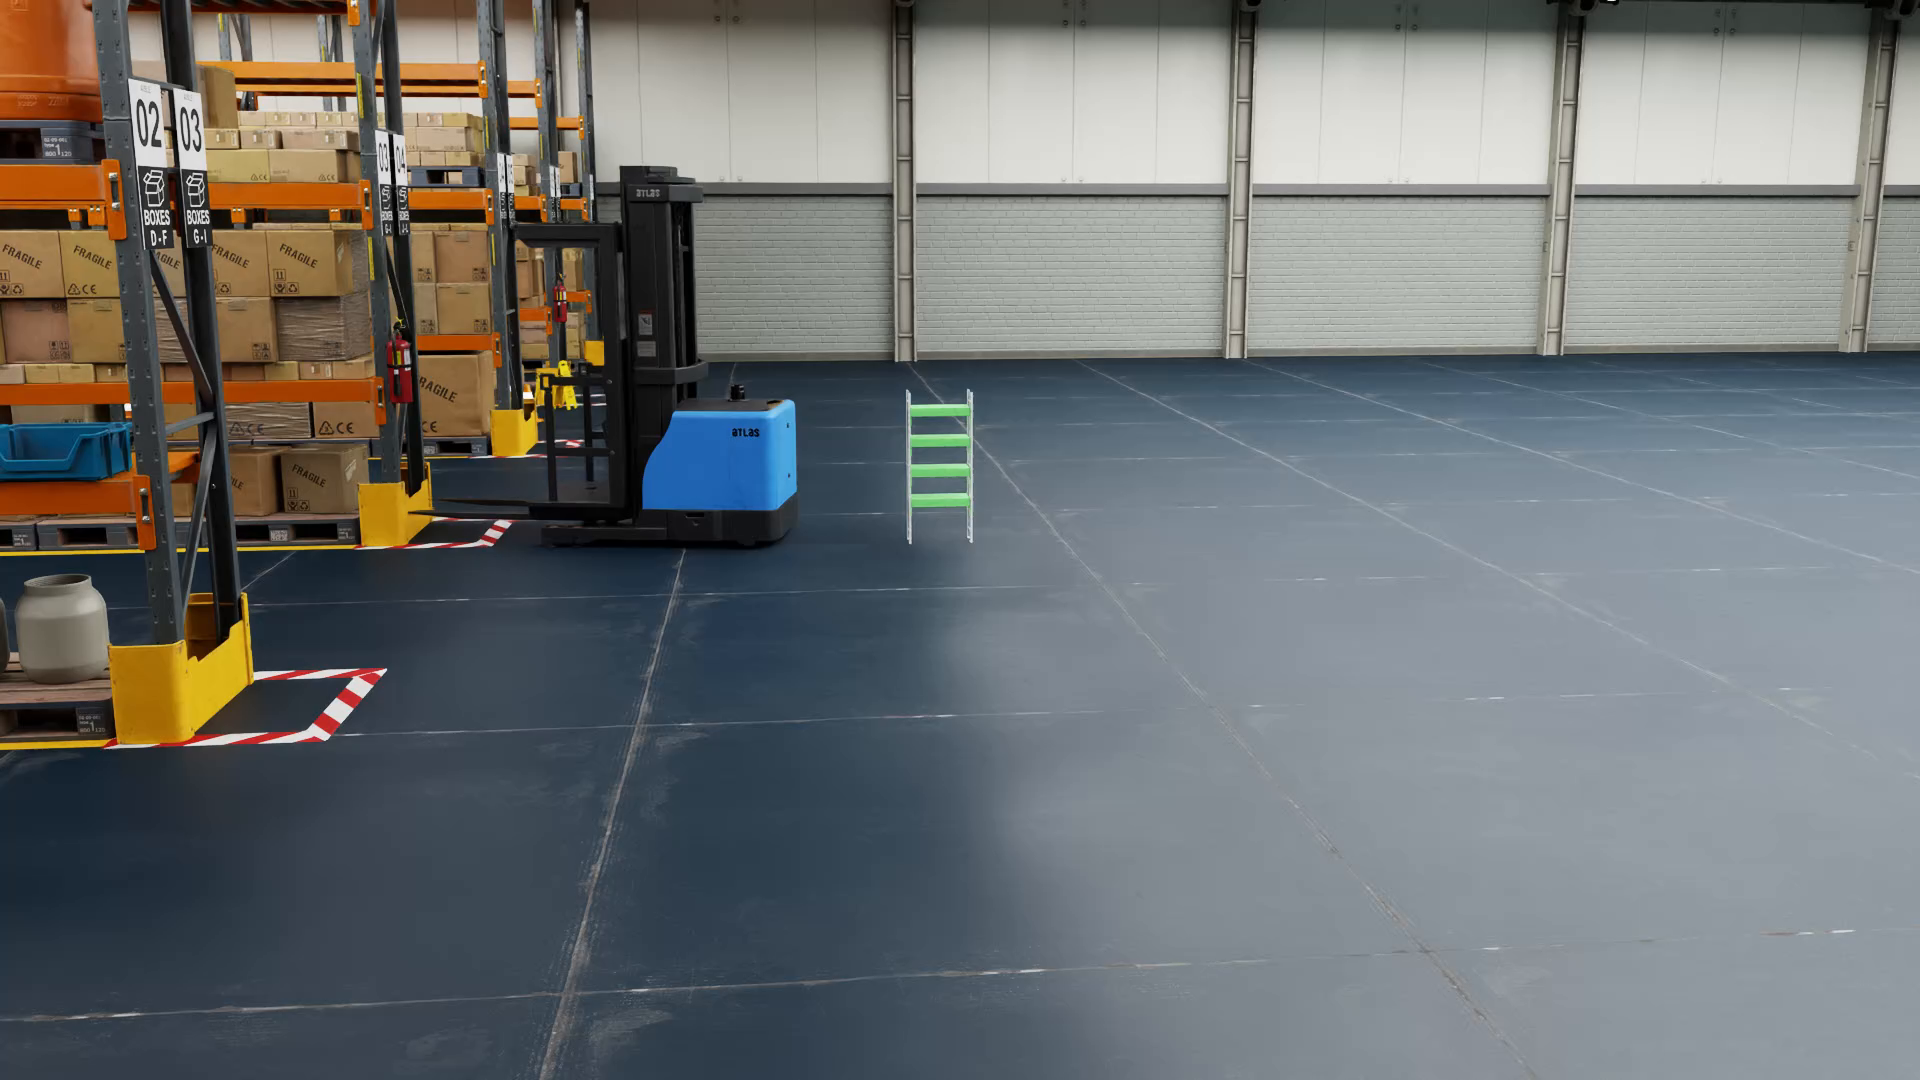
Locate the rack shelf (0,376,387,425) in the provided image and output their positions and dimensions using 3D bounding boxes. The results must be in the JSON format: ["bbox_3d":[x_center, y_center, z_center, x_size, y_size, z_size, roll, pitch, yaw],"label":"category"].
[{"bbox_3d":[-6.528,-1.139,13.252,4.000,0.370,1.077,-1,11,-6],"label":"rack shelf"}]

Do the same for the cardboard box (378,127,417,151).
[{"bbox_3d":[-5.929,-4.213,17.514,0.500,0.250,0.500,-1,11,-6],"label":"cardboard box"}]

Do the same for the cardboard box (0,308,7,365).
[{"bbox_3d":[-7.562,-1.647,12.939,0.500,0.500,0.875,-1,11,-6],"label":"cardboard box"}]

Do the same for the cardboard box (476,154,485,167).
[{"bbox_3d":[-5.351,-4.145,18.205,0.250,0.149,0.380,-1,11,-6],"label":"cardboard box"}]

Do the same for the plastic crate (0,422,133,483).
[{"bbox_3d":[-4.470,-0.443,8.233,0.616,0.251,0.499,-1,11,-6],"label":"plastic crate"}]

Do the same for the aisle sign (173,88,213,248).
[{"bbox_3d":[-3.965,-1.917,8.606,0.004,0.787,0.394,-1,11,-6],"label":"aisle sign"}]

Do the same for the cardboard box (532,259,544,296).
[{"bbox_3d":[-6.111,-3.673,23.244,0.500,0.500,0.500,-1,11,-7],"label":"cardboard box"}]

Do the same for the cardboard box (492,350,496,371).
[{"bbox_3d":[-6.378,-2.593,22.875,0.500,0.500,0.500,-1,11,-6],"label":"cardboard box"}]

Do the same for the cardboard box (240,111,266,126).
[{"bbox_3d":[-7.288,-4.368,17.271,0.250,0.149,0.380,-1,11,-6],"label":"cardboard box"}]

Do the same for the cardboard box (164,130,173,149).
[{"bbox_3d":[-6.077,-3.037,12.617,0.250,0.149,0.380,-2,11,-9],"label":"cardboard box"}]

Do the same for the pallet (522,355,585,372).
[{"bbox_3d":[-6.906,-2.994,28.051,1.213,0.211,1.003,-1,11,-6],"label":"pallet"}]

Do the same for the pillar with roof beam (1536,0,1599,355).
[{"bbox_3d":[11.420,-7.038,25.838,0.548,9.000,9.100,-1,11,-6],"label":"pillar with roof beam"}]

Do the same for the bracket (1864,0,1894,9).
[{"bbox_3d":[16.546,-9.678,29.936,0.430,0.232,0.235,-1,11,-6],"label":"bracket"}]

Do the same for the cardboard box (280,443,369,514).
[{"bbox_3d":[-5.163,-0.504,13.546,0.500,0.500,0.500,1,11,4],"label":"cardboard box"}]

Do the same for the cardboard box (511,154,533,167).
[{"bbox_3d":[-5.915,-5.111,22.396,0.250,0.149,0.380,-1,11,-6],"label":"cardboard box"}]

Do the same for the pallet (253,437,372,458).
[{"bbox_3d":[-6.972,-1.063,18.226,1.213,0.211,1.003,-1,11,-6],"label":"pallet"}]

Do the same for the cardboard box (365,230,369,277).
[{"bbox_3d":[-6.456,-3.076,18.049,0.550,0.550,0.875,-1,11,-6],"label":"cardboard box"}]

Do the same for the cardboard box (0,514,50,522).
[{"bbox_3d":[-7.546,-0.444,13.243,0.500,0.500,0.500,2,11,12],"label":"cardboard box"}]

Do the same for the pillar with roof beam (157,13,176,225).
[{"bbox_3d":[-12.439,-6.538,23.295,0.400,9.000,9.100,-1,11,-6],"label":"pillar with roof beam"}]

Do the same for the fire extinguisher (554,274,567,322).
[{"bbox_3d":[-5.447,-3.311,22.632,0.183,0.674,0.296,-1,11,-6],"label":"fire extinguisher"}]

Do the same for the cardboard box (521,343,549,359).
[{"bbox_3d":[-7.078,-3.164,27.727,0.500,0.250,0.500,-1,11,-6],"label":"cardboard box"}]

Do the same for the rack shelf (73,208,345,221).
[{"bbox_3d":[-12.115,-5.380,27.048,4.000,0.370,1.077,-1,11,-6],"label":"rack shelf"}]

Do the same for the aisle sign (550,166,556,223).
[{"bbox_3d":[-5.517,-4.656,22.535,0.004,0.787,0.394,-1,11,-6],"label":"aisle sign"}]

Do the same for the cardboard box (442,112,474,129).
[{"bbox_3d":[-5.273,-4.410,17.485,0.250,0.149,0.380,-1,11,-6],"label":"cardboard box"}]

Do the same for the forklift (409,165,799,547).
[{"bbox_3d":[-2.889,-1.481,13.304,3.031,2.935,1.130,1,11,4],"label":"forklift"}]

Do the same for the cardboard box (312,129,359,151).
[{"bbox_3d":[-4.782,-3.062,12.748,0.250,0.149,0.380,-1,11,-6],"label":"cardboard box"}]

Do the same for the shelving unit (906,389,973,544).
[{"bbox_3d":[-0.165,-0.585,13.235,0.503,1.200,0.258,-1,11,-6],"label":"shelving unit"}]

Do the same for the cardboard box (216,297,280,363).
[{"bbox_3d":[-5.574,-1.689,13.155,0.500,0.500,0.875,-1,11,-6],"label":"cardboard box"}]

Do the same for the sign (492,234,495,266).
[{"bbox_3d":[-4.930,-3.067,17.579,0.005,0.325,0.100,-1,11,-6],"label":"sign"}]

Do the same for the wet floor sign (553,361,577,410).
[{"bbox_3d":[-5.306,-2.078,22.265,0.232,0.644,0.267,3,11,14],"label":"wet floor sign"}]

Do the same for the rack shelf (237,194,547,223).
[{"bbox_3d":[-7.598,-4.512,22.630,4.000,0.370,1.077,-1,11,-6],"label":"rack shelf"}]

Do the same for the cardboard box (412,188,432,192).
[{"bbox_3d":[-7.211,-4.701,22.378,0.250,0.149,0.380,-2,11,-8],"label":"cardboard box"}]

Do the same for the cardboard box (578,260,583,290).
[{"bbox_3d":[-6.672,-4.478,28.112,0.500,0.500,0.500,-1,11,-4],"label":"cardboard box"}]

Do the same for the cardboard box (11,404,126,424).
[{"bbox_3d":[-9.559,-1.476,17.843,0.750,0.750,1.050,-1,11,-6],"label":"cardboard box"}]

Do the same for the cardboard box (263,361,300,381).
[{"bbox_3d":[-5.293,-1.345,13.085,0.250,0.149,0.380,-1,11,-6],"label":"cardboard box"}]

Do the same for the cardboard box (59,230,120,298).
[{"bbox_3d":[-6.552,-2.130,12.807,0.500,0.500,0.500,-1,11,-6],"label":"cardboard box"}]

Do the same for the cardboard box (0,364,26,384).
[{"bbox_3d":[-7.274,-1.292,12.814,0.250,0.149,0.380,-1,11,-6],"label":"cardboard box"}]

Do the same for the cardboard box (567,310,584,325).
[{"bbox_3d":[-6.648,-3.760,28.165,0.500,0.250,0.500,-1,11,-7],"label":"cardboard box"}]

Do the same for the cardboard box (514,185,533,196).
[{"bbox_3d":[-5.935,-4.722,22.486,0.250,0.149,0.380,-1,11,-6],"label":"cardboard box"}]

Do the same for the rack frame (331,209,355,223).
[{"bbox_3d":[-10.127,-4.303,27.480,0.127,3.000,1.000,-1,11,-6],"label":"rack frame"}]

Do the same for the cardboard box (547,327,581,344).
[{"bbox_3d":[-6.600,-3.418,27.723,0.500,0.250,0.500,-1,11,-7],"label":"cardboard box"}]

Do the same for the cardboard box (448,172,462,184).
[{"bbox_3d":[-6.592,-4.909,22.402,0.500,0.250,0.500,-1,11,-7],"label":"cardboard box"}]

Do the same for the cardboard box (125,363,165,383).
[{"bbox_3d":[-6.281,-1.314,12.926,0.250,0.149,0.380,-1,11,-6],"label":"cardboard box"}]

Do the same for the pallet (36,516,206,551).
[{"bbox_3d":[-6.637,-0.129,13.478,1.213,0.211,1.003,-1,11,-6],"label":"pallet"}]

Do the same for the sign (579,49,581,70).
[{"bbox_3d":[-6.105,-7.723,26.696,0.005,0.325,0.100,-1,11,-6],"label":"sign"}]

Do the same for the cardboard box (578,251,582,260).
[{"bbox_3d":[-6.515,-4.796,28.048,0.250,0.149,0.380,-1,11,-8],"label":"cardboard box"}]

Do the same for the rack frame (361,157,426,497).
[{"bbox_3d":[-4.540,-1.534,13.395,0.127,3.000,1.000,-1,11,-6],"label":"rack frame"}]

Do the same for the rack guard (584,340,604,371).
[{"bbox_3d":[-6.126,-3.160,28.147,0.348,0.500,1.175,-1,11,-6],"label":"rack guard"}]

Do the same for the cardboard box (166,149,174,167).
[{"bbox_3d":[-5.998,-2.853,12.719,0.500,0.250,0.500,-1,11,-5],"label":"cardboard box"}]

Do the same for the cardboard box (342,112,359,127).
[{"bbox_3d":[-6.282,-4.389,17.379,0.250,0.149,0.380,-1,11,-6],"label":"cardboard box"}]

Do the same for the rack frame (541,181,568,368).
[{"bbox_3d":[-5.610,-3.434,23.062,0.127,3.000,1.000,-1,11,-6],"label":"rack frame"}]

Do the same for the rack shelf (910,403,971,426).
[{"bbox_3d":[-0.165,-0.994,13.154,0.480,0.148,0.258,-1,11,-6],"label":"rack shelf"}]

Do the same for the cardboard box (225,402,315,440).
[{"bbox_3d":[-7.423,-1.587,18.082,0.875,0.875,0.875,-1,11,-6],"label":"cardboard box"}]

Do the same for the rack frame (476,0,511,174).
[{"bbox_3d":[-4.975,-5.431,17.665,0.127,3.000,1.000,-1,11,-6],"label":"rack frame"}]

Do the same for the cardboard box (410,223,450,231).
[{"bbox_3d":[-7.094,-4.028,22.459,0.500,0.500,0.700,-1,11,-7],"label":"cardboard box"}]

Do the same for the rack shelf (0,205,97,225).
[{"bbox_3d":[-10.940,-3.481,17.388,4.000,0.370,1.077,-1,11,-6],"label":"rack shelf"}]

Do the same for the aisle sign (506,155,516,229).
[{"bbox_3d":[-4.937,-3.822,18.293,0.004,0.787,0.394,-1,11,-6],"label":"aisle sign"}]

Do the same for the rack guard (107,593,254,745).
[{"bbox_3d":[-4.076,0.653,8.751,0.348,0.500,1.175,-1,11,-6],"label":"rack guard"}]
